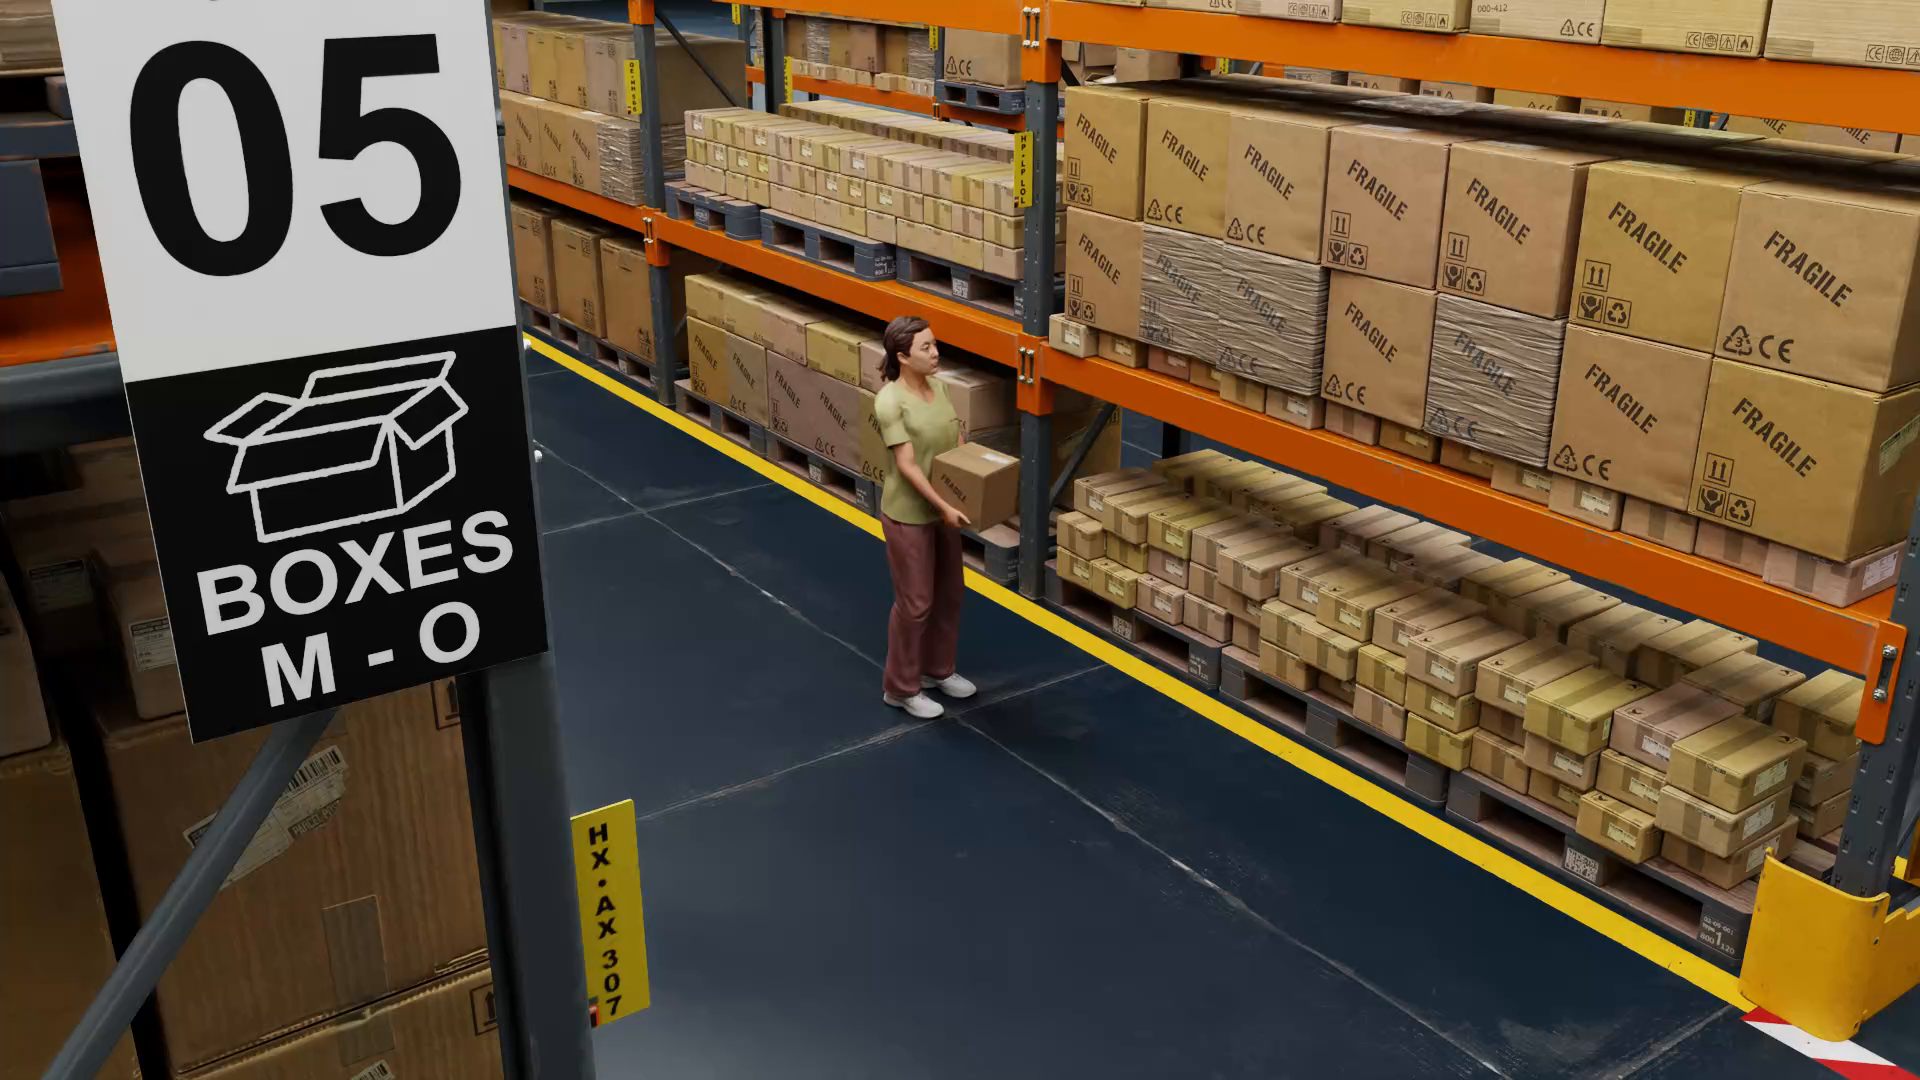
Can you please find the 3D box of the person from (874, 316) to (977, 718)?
[{"bbox_3d":[-0.101,-0.079,6.817,0.561,1.655,0.425,15,26,34],"label":"person"}]
